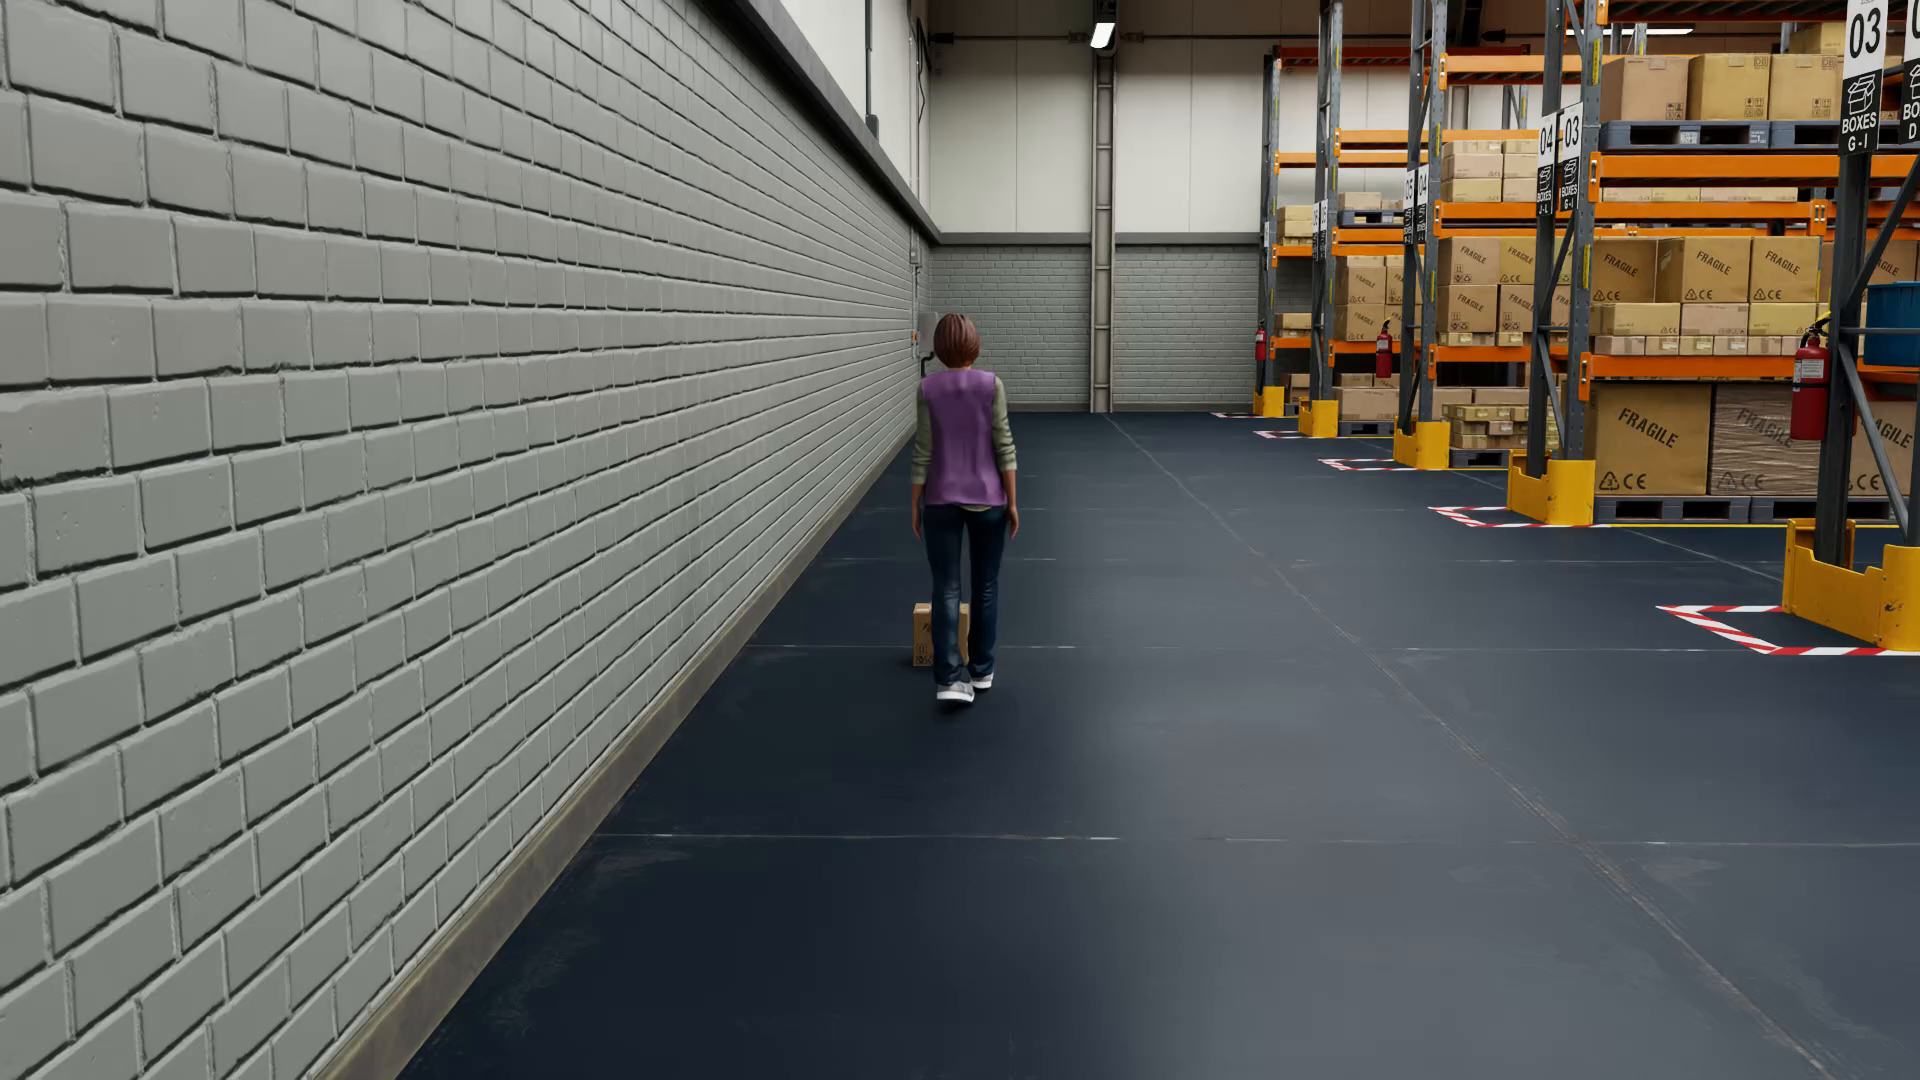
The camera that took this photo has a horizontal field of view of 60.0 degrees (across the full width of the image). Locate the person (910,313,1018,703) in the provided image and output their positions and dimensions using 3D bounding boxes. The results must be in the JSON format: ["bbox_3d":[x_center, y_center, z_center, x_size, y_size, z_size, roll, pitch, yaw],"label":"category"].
[{"bbox_3d":[0.018,-0.139,6.857,0.444,1.580,0.679,0,7,1],"label":"person"}]
